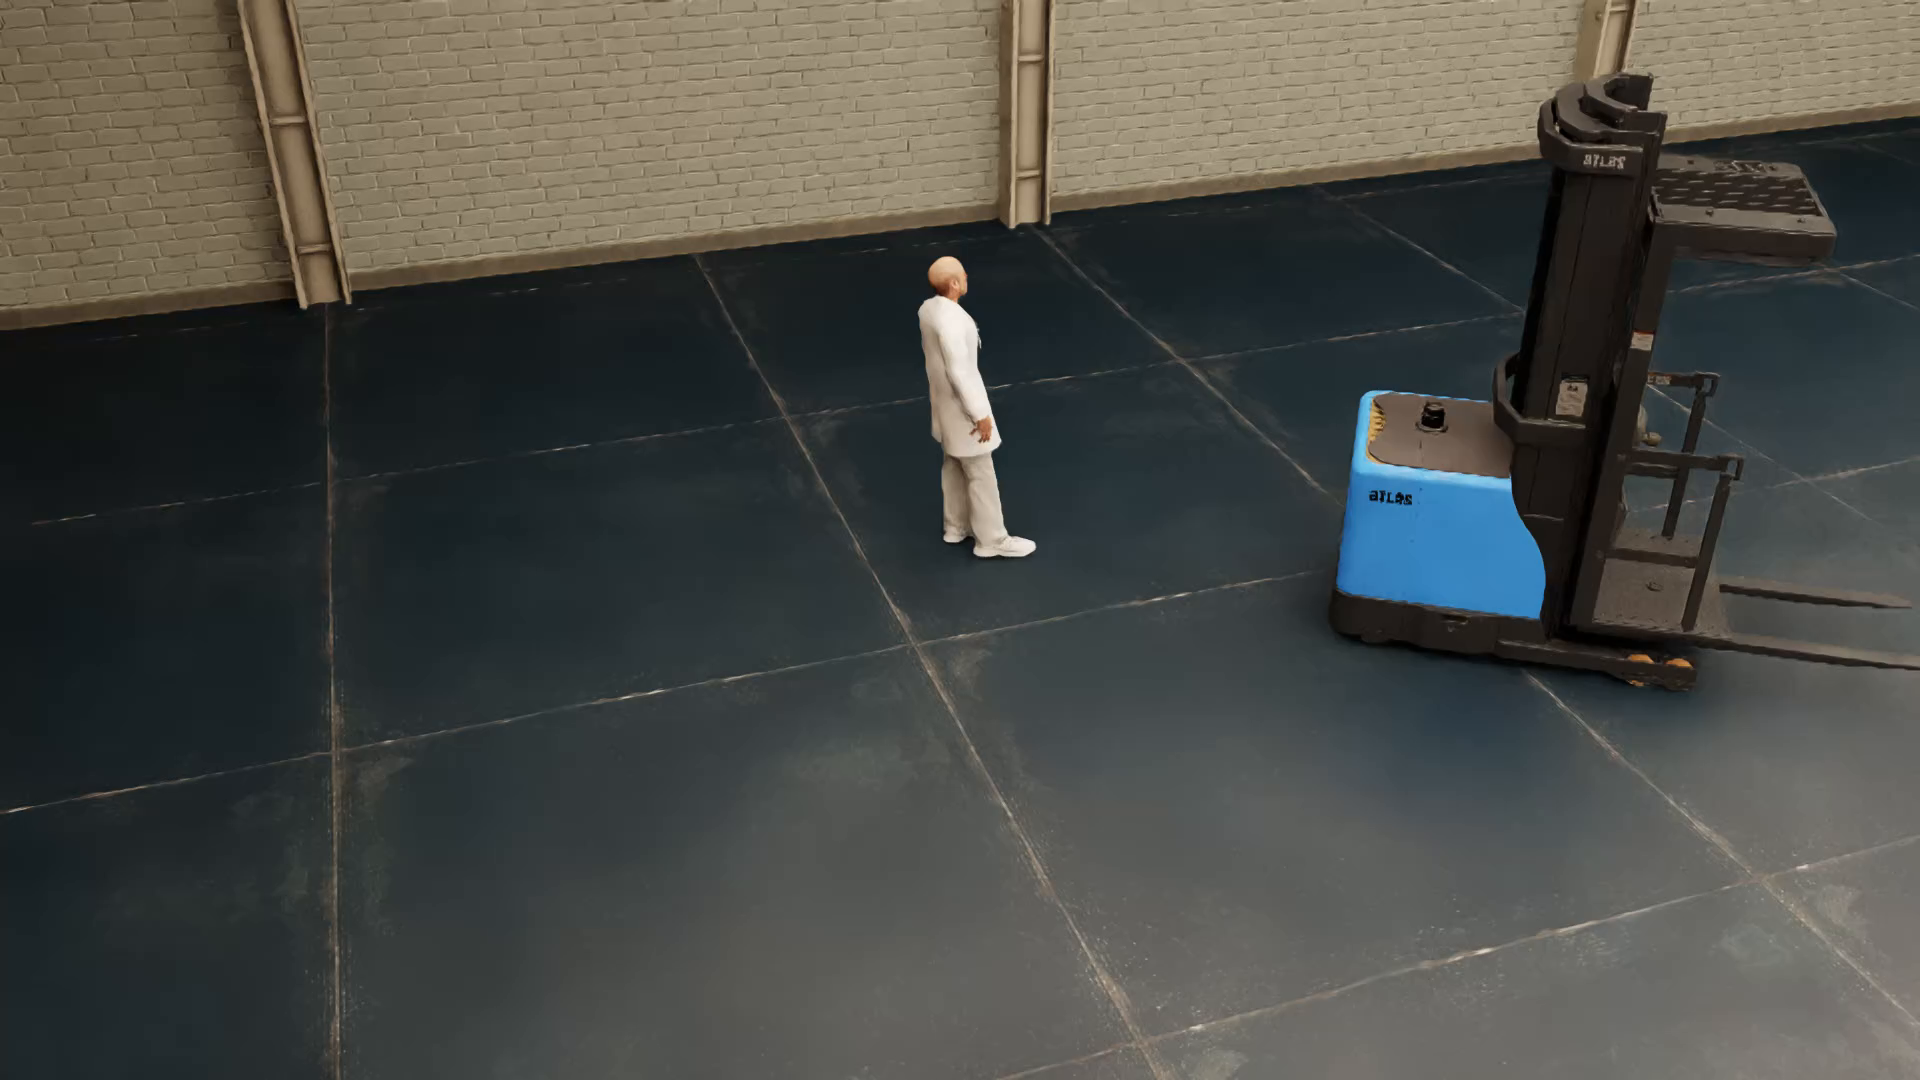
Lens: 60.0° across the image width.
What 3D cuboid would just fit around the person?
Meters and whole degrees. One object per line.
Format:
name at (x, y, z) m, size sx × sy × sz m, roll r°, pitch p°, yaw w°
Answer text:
person at (0.088, -0.789, 9.600) m, size 0.579 × 1.776 × 0.694 m, roll -10°, pitch 31°, yaw -16°

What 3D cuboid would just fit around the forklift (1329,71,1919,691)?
forklift at (3.593, -0.777, 8.438) m, size 3.031 × 2.935 × 1.130 m, roll 8°, pitch 31°, yaw 13°
